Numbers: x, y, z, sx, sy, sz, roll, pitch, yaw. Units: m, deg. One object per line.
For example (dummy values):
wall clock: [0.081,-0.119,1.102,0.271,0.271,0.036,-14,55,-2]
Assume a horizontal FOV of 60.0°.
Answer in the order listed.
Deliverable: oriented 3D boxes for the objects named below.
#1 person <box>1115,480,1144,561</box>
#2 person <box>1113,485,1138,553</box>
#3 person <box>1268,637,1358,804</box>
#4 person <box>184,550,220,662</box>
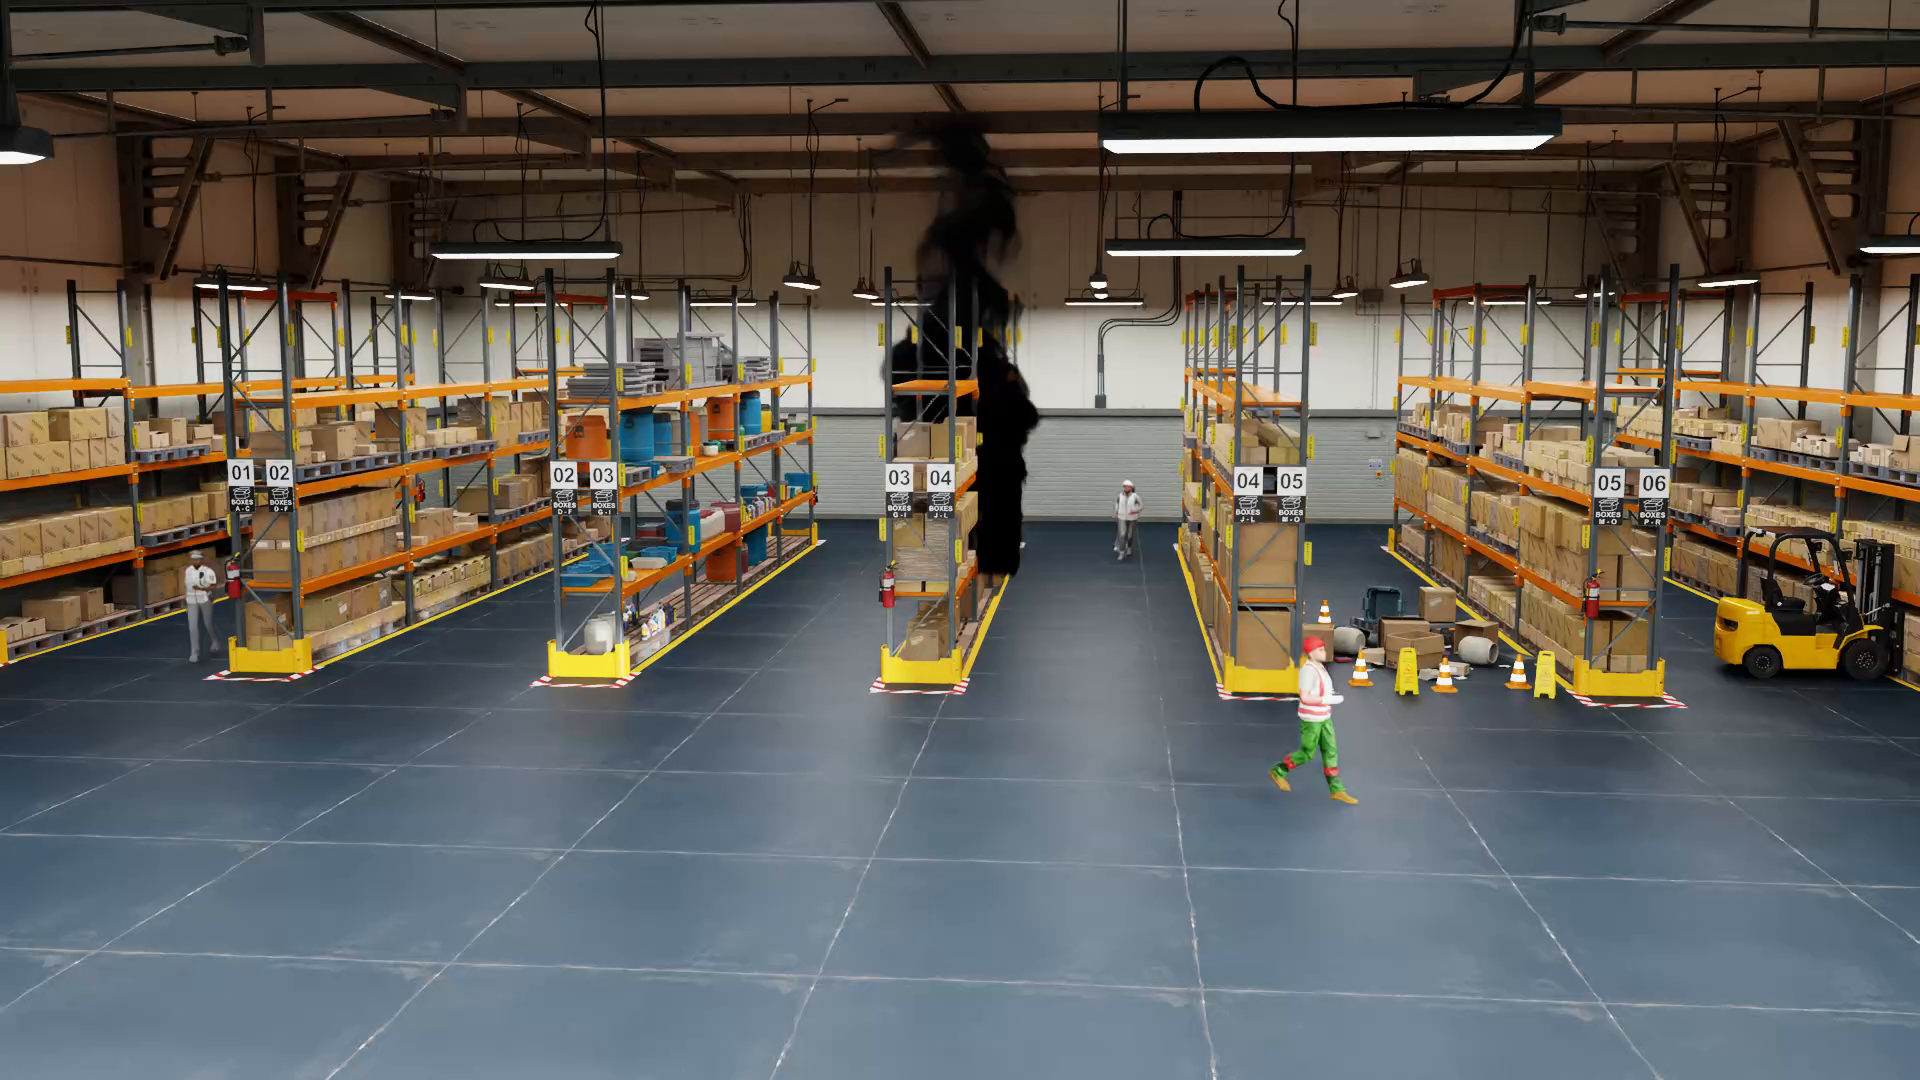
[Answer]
person: [3.826,-0.457,37.666,0.676,1.804,0.862,2,7,16]
person: [3.964,-0.508,39.104,0.555,1.598,0.726,3,7,21]
person: [3.812,1.922,17.895,0.988,1.783,0.654,4,8,32]
person: [-11.862,0.986,25.997,0.567,1.697,0.933,-1,7,-5]
